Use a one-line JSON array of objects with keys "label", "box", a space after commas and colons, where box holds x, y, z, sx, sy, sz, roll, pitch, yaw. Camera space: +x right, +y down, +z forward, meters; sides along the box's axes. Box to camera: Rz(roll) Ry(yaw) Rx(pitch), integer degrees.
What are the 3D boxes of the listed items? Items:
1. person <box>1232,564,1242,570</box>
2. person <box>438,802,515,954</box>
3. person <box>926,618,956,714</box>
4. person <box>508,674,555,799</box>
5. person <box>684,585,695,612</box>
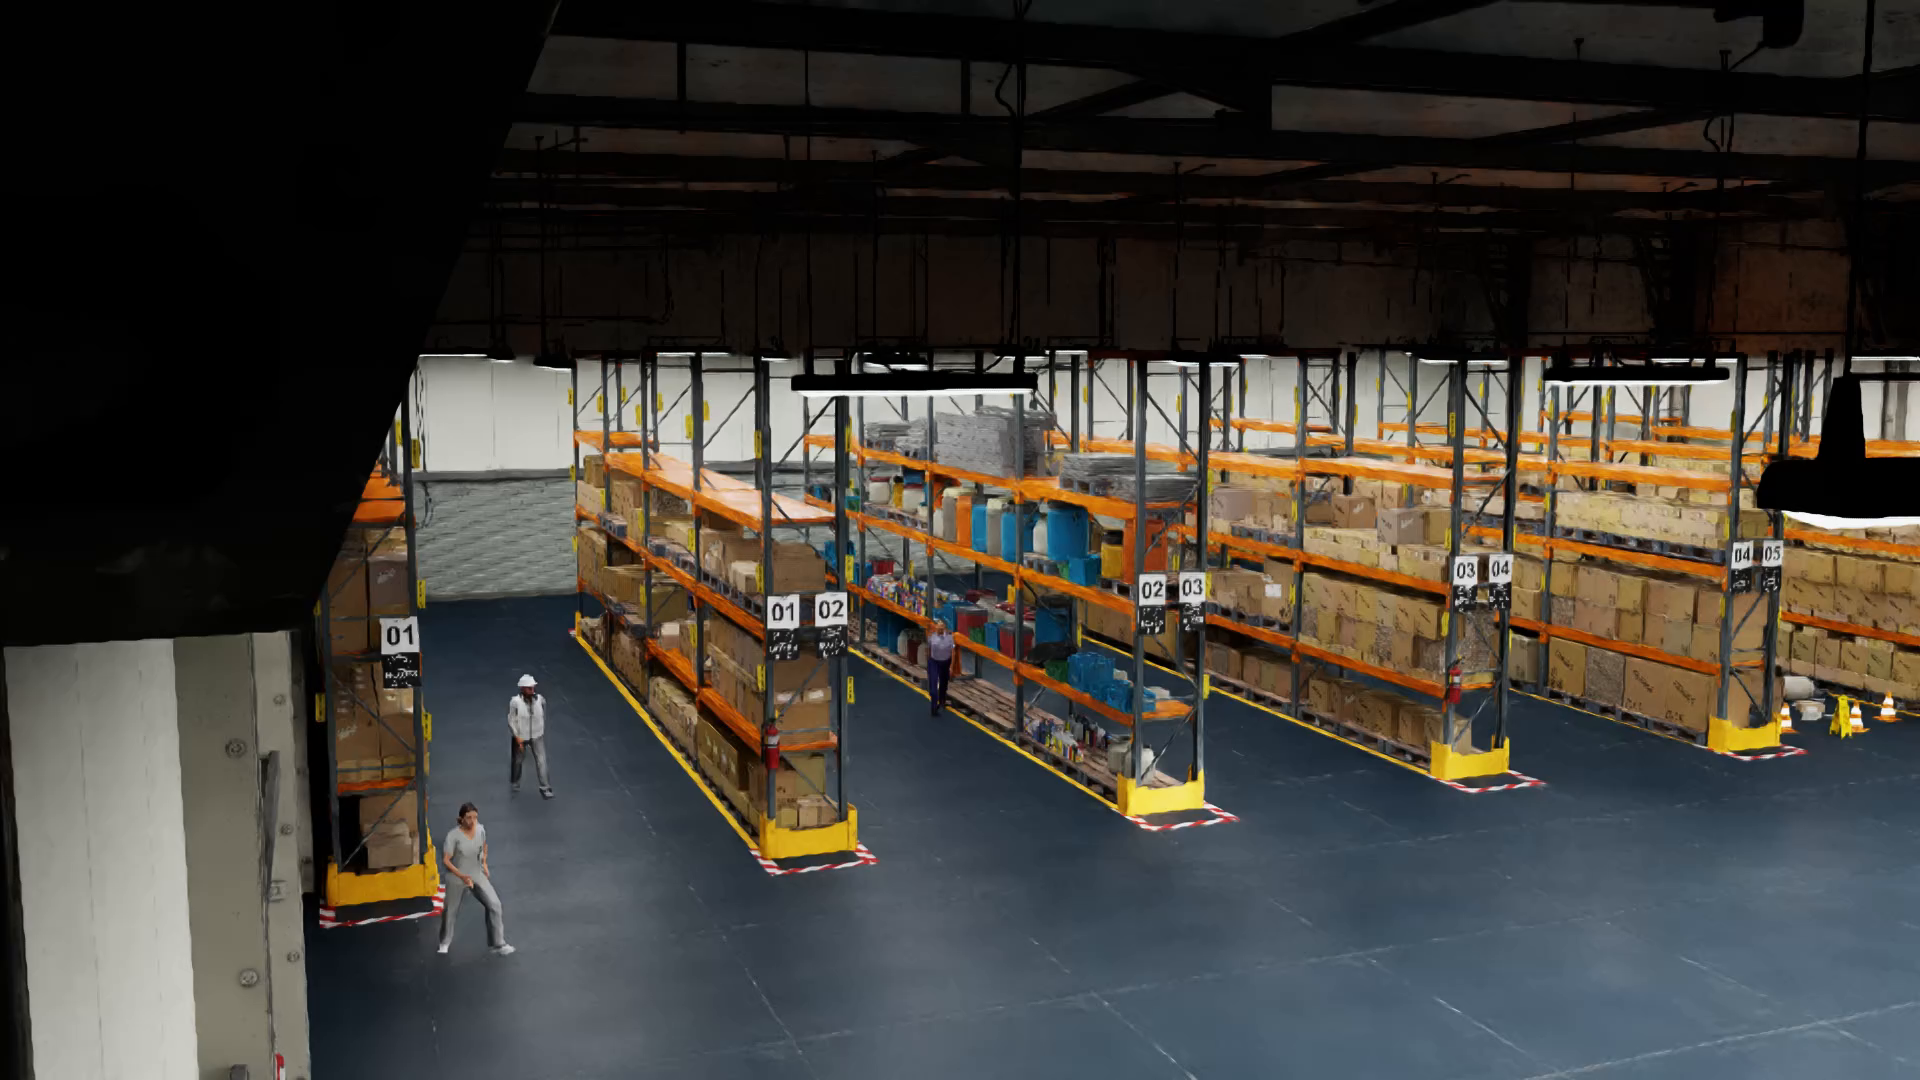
[{"label": "person", "box": [5.470, 1.345, 33.254, 0.535, 1.708, 0.616, 1, 7, 6]}, {"label": "person", "box": [-4.999, 3.432, 16.925, 0.614, 1.610, 0.799, -6, 9, -39]}, {"label": "person", "box": [-0.314, 2.081, 27.829, 0.478, 1.579, 0.996, -1, 7, -11]}, {"label": "person", "box": [-5.903, 2.658, 22.716, 0.564, 1.699, 1.088, -4, 8, -30]}, {"label": "person", "box": [-5.716, 1.158, 35.510, 0.416, 1.525, 1.034, -3, 8, -22]}]
